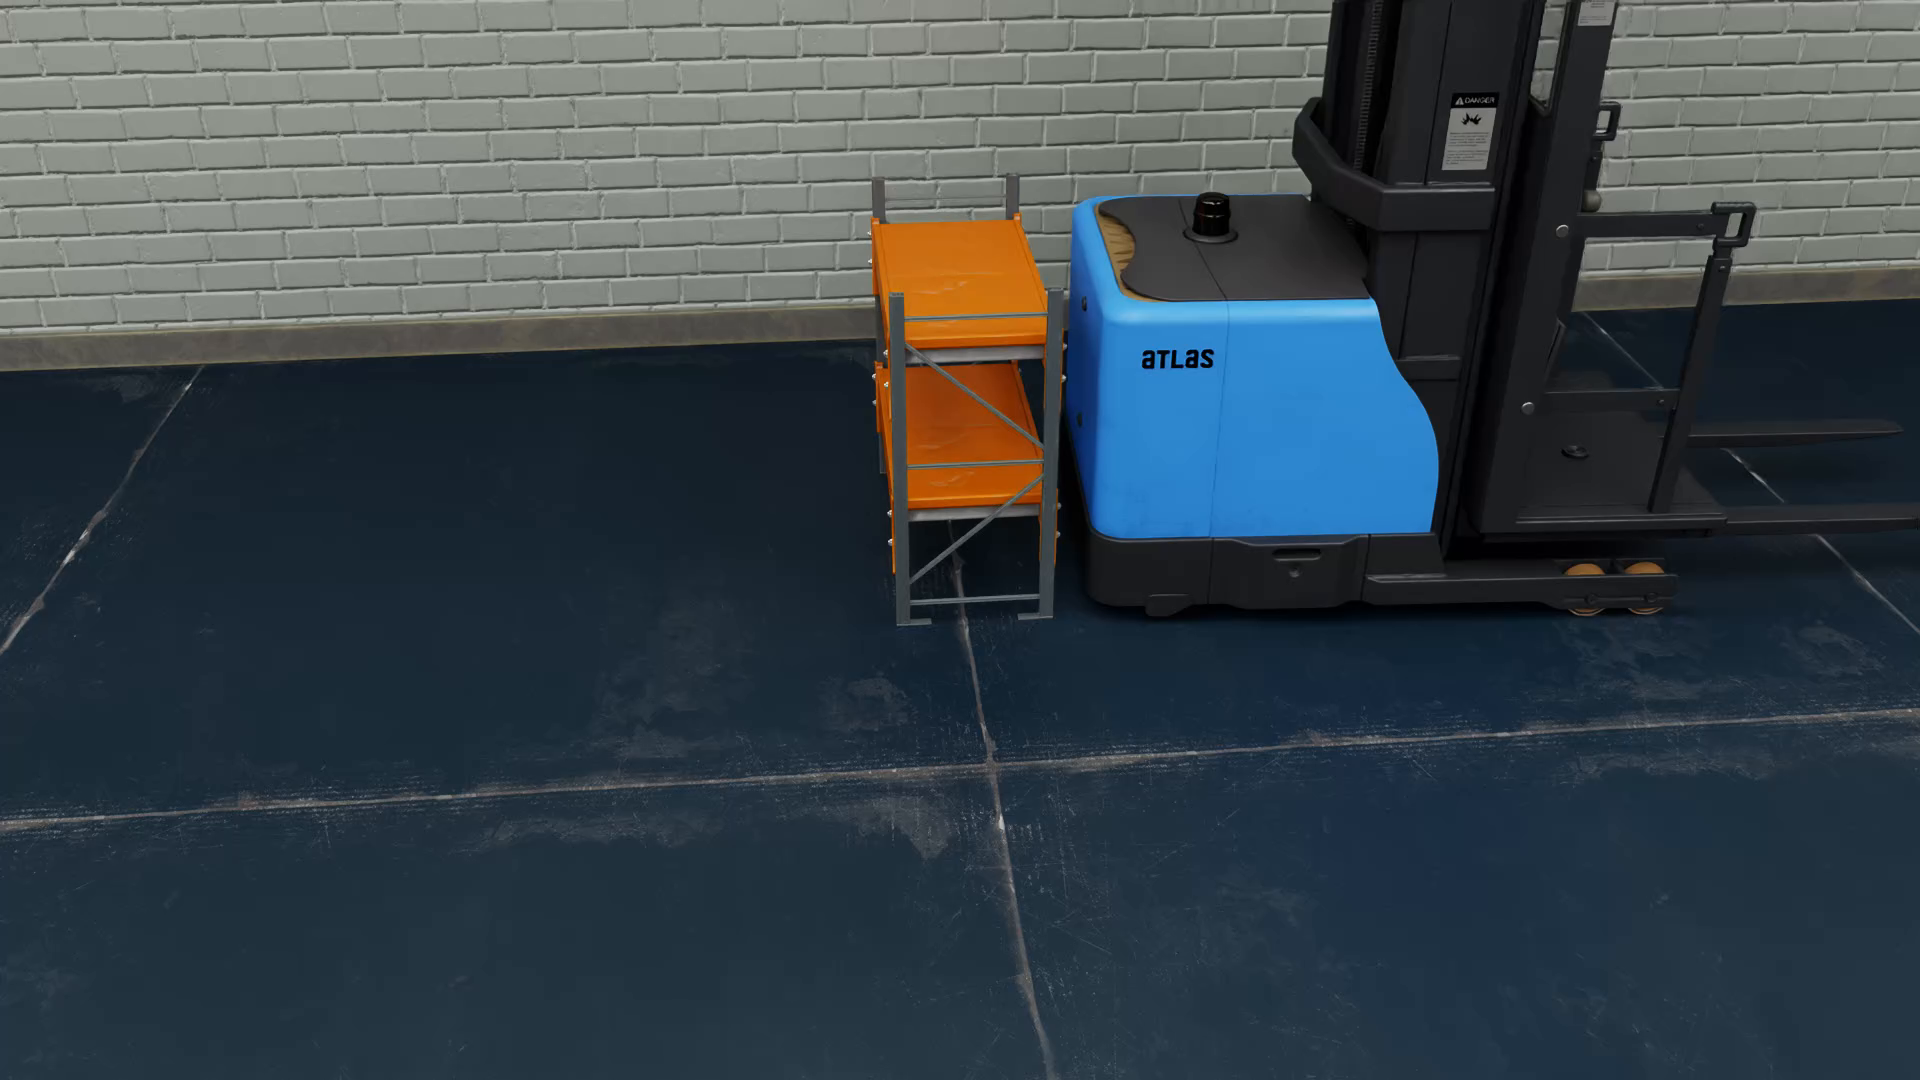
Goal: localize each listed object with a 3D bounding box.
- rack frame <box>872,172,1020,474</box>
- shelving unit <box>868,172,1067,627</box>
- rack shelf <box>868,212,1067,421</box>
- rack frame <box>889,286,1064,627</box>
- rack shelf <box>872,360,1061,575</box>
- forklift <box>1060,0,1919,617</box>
[{"bbox_3d":[-0.048,-0.746,5.902,0.500,1.125,0.032,-3,31,-5],"label":"rack frame"},{"bbox_3d":[-0.001,-0.486,5.467,0.538,1.125,1.048,-3,31,-5],"label":"shelving unit"},{"bbox_3d":[-0.001,-0.738,5.317,0.538,0.278,1.000,-3,31,-5],"label":"rack shelf"},{"bbox_3d":[0.047,-0.227,5.033,0.500,1.125,0.032,-3,31,-5],"label":"rack frame"},{"bbox_3d":[-0.001,-0.276,5.593,0.538,0.278,1.000,-3,31,-5],"label":"rack shelf"},{"bbox_3d":[1.896,-1.286,5.044,3.031,2.935,1.130,-1,31,-2],"label":"forklift"}]
